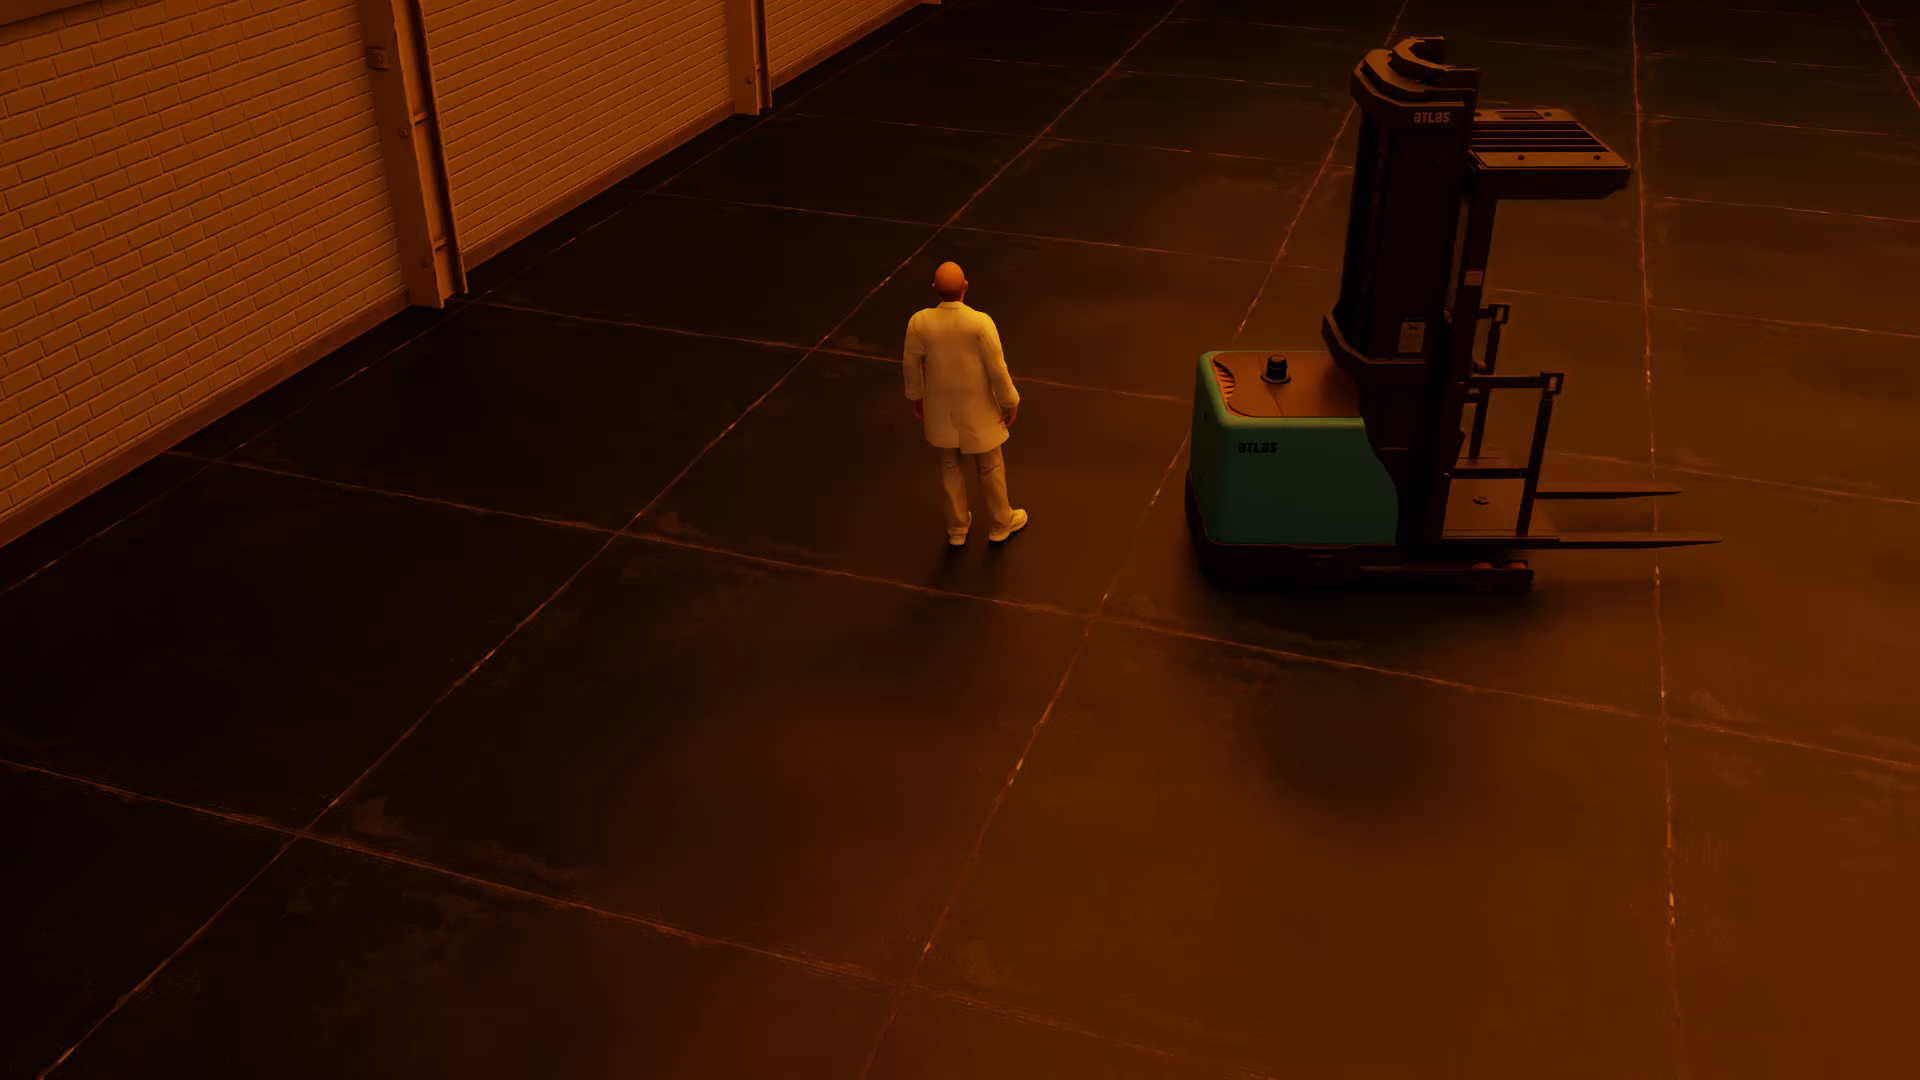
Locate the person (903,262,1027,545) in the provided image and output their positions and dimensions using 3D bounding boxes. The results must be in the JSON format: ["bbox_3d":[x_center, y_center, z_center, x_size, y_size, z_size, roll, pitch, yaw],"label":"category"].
[{"bbox_3d":[0.033,-0.821,9.726,0.698,1.777,0.578,10,31,16],"label":"person"}]

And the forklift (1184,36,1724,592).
[{"bbox_3d":[2.916,-1.239,9.311,3.031,2.935,1.130,0,30,0],"label":"forklift"}]
